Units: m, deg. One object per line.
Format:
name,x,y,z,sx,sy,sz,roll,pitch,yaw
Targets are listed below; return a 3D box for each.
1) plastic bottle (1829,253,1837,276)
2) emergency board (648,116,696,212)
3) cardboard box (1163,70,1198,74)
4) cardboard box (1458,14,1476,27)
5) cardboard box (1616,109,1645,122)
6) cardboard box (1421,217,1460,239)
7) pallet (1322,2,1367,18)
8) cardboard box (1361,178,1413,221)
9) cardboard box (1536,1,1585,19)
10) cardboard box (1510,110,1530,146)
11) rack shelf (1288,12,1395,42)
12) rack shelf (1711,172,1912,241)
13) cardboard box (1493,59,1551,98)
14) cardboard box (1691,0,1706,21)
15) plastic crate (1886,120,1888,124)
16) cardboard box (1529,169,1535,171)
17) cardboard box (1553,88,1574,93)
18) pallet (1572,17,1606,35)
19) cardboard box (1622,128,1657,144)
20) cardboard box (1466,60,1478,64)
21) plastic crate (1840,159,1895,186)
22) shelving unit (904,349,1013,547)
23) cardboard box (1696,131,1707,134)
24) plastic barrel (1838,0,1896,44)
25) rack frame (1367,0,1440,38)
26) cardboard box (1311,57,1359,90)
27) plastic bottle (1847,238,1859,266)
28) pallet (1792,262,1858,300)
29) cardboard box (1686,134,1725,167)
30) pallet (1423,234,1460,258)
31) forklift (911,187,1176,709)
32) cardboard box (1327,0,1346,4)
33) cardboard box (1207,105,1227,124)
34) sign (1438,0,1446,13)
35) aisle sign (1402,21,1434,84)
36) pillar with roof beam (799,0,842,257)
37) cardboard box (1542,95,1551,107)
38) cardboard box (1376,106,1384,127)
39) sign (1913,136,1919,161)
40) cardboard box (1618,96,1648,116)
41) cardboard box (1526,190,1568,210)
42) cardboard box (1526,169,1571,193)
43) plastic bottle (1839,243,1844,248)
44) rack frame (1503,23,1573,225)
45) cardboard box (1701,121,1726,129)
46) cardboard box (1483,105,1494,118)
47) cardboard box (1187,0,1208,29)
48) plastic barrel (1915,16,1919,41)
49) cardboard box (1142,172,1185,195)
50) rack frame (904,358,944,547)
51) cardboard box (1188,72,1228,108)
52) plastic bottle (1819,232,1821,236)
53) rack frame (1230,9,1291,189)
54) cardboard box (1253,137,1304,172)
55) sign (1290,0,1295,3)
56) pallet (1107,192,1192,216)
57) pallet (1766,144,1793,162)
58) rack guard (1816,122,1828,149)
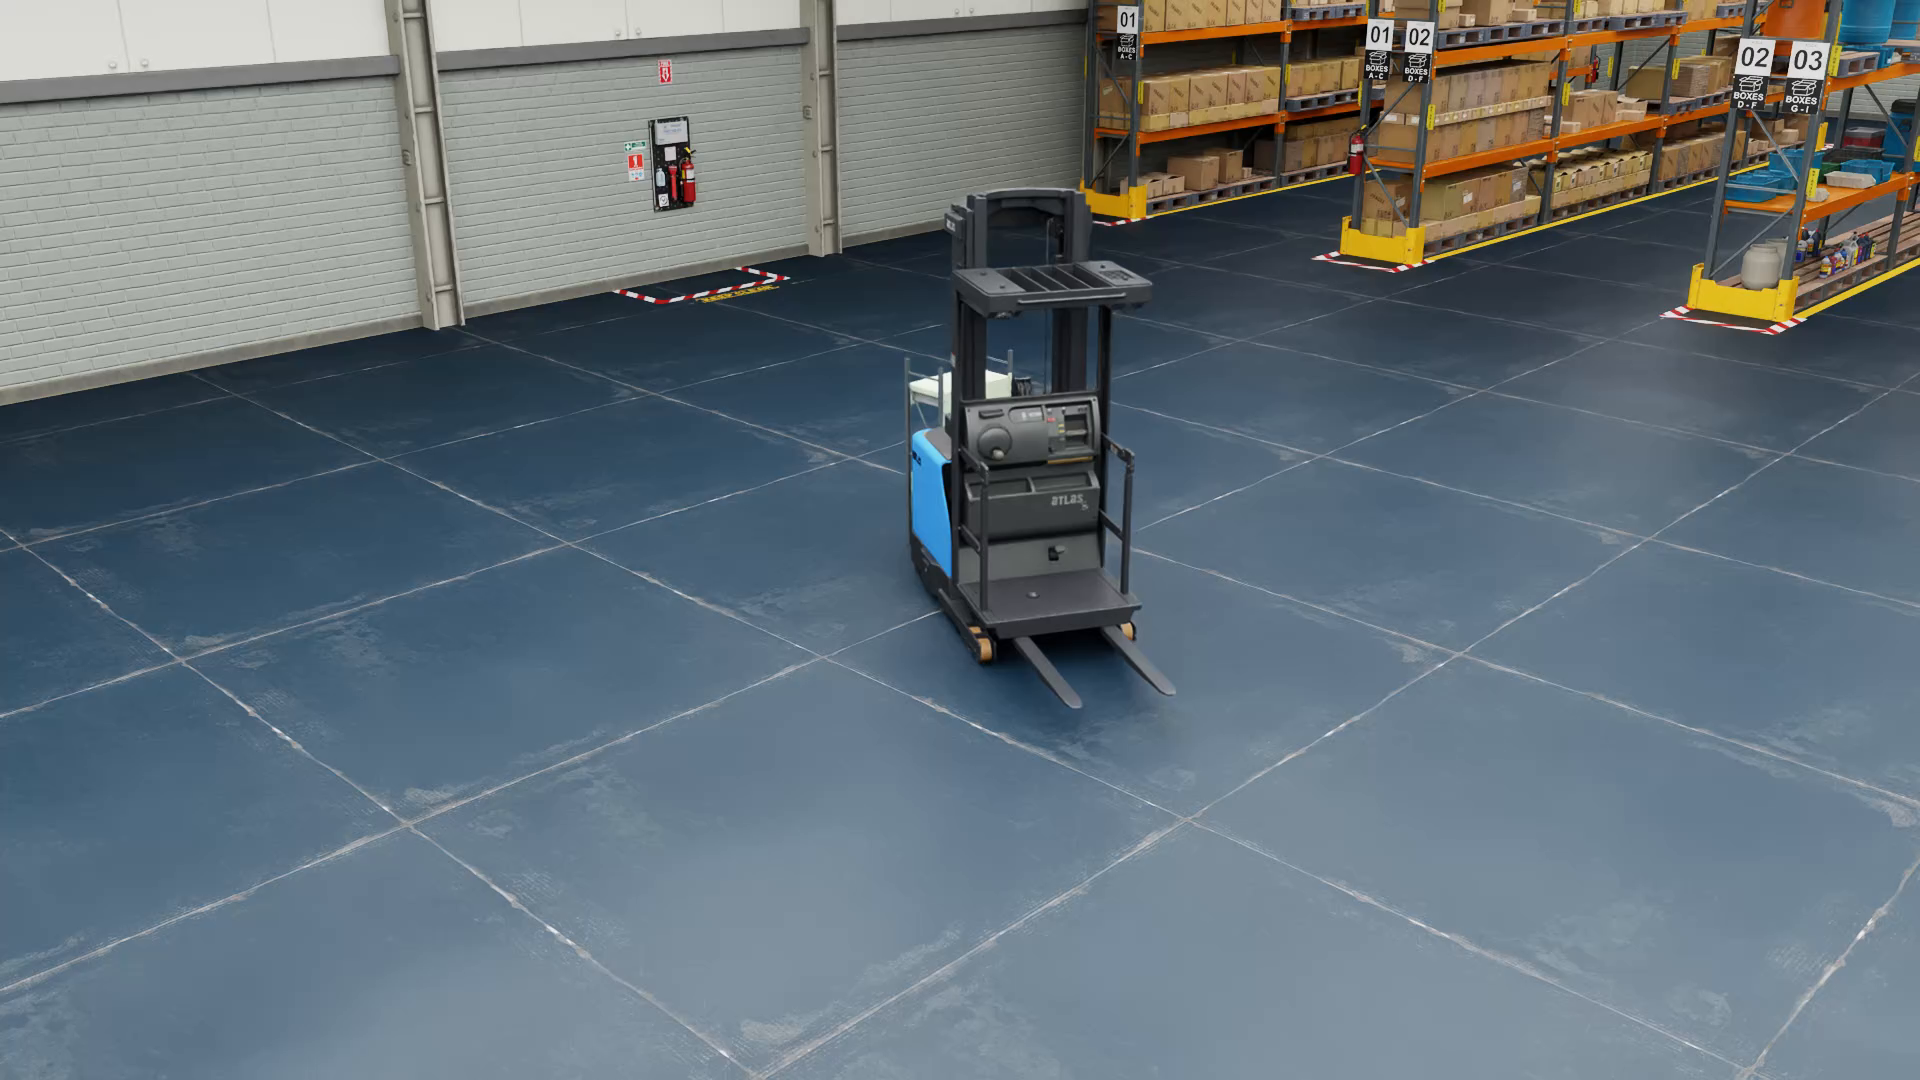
plastic bottle,11.150,-3.529,21.248,0.133,0.283,0.061,-20,28,-41
emergency board,-3.676,-4.858,21.532,0.194,1.169,0.643,19,28,41
cardboard box,3.636,-7.483,27.499,0.500,0.500,0.500,-20,29,-41
cardboard box,6.891,-7.193,22.997,0.380,0.149,0.250,19,28,41
cardboard box,11.096,-7.029,27.532,0.380,0.149,0.250,19,28,41
cardboard box,6.824,-4.515,23.887,0.500,0.250,0.500,19,28,41
pallet,6.411,-9.369,29.351,1.213,0.211,1.003,19,28,41
cardboard box,6.105,-4.865,23.754,0.500,0.500,0.500,19,28,41
cardboard box,9.171,-8.101,25.413,0.500,0.250,0.500,-17,27,-37
cardboard box,8.066,-6.212,24.917,0.700,0.500,0.500,19,28,40
rack shelf,6.578,-9.236,29.745,1.077,0.370,4.000,19,28,41
rack shelf,10.886,-4.328,21.157,1.077,0.370,4.000,19,28,41
cardboard box,8.430,-6.955,25.042,0.700,0.500,0.500,19,28,41
cardboard box,12.161,-9.145,28.367,0.910,0.500,0.500,19,28,41
plastic crate,13.725,-5.897,24.147,0.402,0.464,0.583,19,28,41
cardboard box,8.812,-5.769,26.368,0.500,0.311,0.500,19,28,41
cardboard box,13.178,-9.791,36.361,0.380,0.149,0.250,19,28,40
pallet,9.341,-7.960,25.688,0.805,0.209,1.217,18,27,39
cardboard box,12.046,-7.150,29.322,0.500,0.250,0.500,-19,28,-40
cardboard box,9.917,-9.466,32.941,0.500,0.500,0.500,19,28,41
plastic crate,11.703,-4.756,21.475,0.499,0.251,0.616,19,28,41
shelving unit,-0.007,-0.702,12.811,0.755,1.500,0.431,-19,28,-41
cardboard box,13.439,-7.310,30.784,0.500,0.500,0.500,-20,28,-41
plastic barrel,11.510,-6.779,21.066,0.600,0.901,0.708,19,28,41
rack frame,5.944,-8.191,21.842,1.000,3.000,0.127,19,28,41
cardboard box,6.799,-8.489,30.226,0.700,0.500,0.500,19,28,41
plastic bottle,11.679,-3.777,21.799,0.144,0.351,0.185,19,28,40
pallet,10.931,-3.399,21.624,1.003,0.211,1.213,19,28,41
cardboard box,13.476,-7.061,30.136,0.500,0.500,0.500,20,29,41
pallet,6.448,-4.296,23.957,1.003,0.211,1.213,19,28,41
forklift,0.549,-0.717,10.854,1.130,2.935,3.031,-6,22,-16
cardboard box,6.482,-9.738,29.323,0.500,0.500,0.500,18,27,39
cardboard box,4.026,-7.010,27.314,0.500,0.250,0.500,20,28,41
sign,6.338,-7.095,21.844,0.100,0.325,0.005,19,28,41
aisle sign,6.118,-6.510,22.208,0.394,0.787,0.004,19,28,41
pillar with roof beam,1.160,-7.206,19.280,9.100,9.000,0.400,19,28,41
cardboard box,8.698,-6.645,25.138,0.380,0.149,0.250,19,28,41
cardboard box,8.580,-8.035,32.208,0.750,0.750,0.750,19,28,40
sign,12.667,-5.167,21.950,0.100,0.325,0.005,19,28,41
cardboard box,11.240,-7.323,28.070,0.500,0.311,0.500,-18,27,-39
cardboard box,9.193,-5.373,26.120,0.500,0.250,0.500,18,28,39
cardboard box,9.201,-5.637,26.025,0.500,0.311,0.500,19,28,41
plastic bottle,11.588,-3.764,21.861,0.061,0.283,0.133,19,28,41
rack frame,8.735,-6.419,25.593,1.000,3.000,0.127,19,28,41
cardboard box,14.510,-7.731,31.879,0.500,0.500,0.500,19,28,41
cardboard box,7.445,-6.182,23.933,0.380,0.149,0.250,20,28,41
cardboard box,3.564,-8.372,26.328,0.500,0.500,0.500,-19,28,-40
plastic barrel,12.936,-7.165,22.656,0.600,0.901,0.600,0,21,0
cardboard box,3.337,-5.881,27.330,0.500,0.311,0.500,-17,27,-38
rack frame,-0.268,-0.610,12.572,0.023,1.500,0.400,-19,28,-41
cardboard box,4.009,-7.358,27.172,0.500,0.500,0.500,-19,28,-40
plastic bottle,11.615,-4.027,22.543,0.061,0.283,0.133,19,28,41
rack frame,5.183,-7.658,28.816,1.000,3.000,0.127,19,28,41
cardboard box,5.684,-6.889,29.689,0.500,0.500,0.700,-19,28,-40
sign,5.577,-9.165,27.837,0.100,0.325,0.005,19,28,41
pallet,3.037,-5.547,27.213,1.003,0.211,1.213,19,28,41
pallet,15.646,-7.665,32.722,1.003,0.211,1.213,19,28,41
rack guard,17.053,-8.317,34.016,1.175,0.500,0.348,19,28,41
